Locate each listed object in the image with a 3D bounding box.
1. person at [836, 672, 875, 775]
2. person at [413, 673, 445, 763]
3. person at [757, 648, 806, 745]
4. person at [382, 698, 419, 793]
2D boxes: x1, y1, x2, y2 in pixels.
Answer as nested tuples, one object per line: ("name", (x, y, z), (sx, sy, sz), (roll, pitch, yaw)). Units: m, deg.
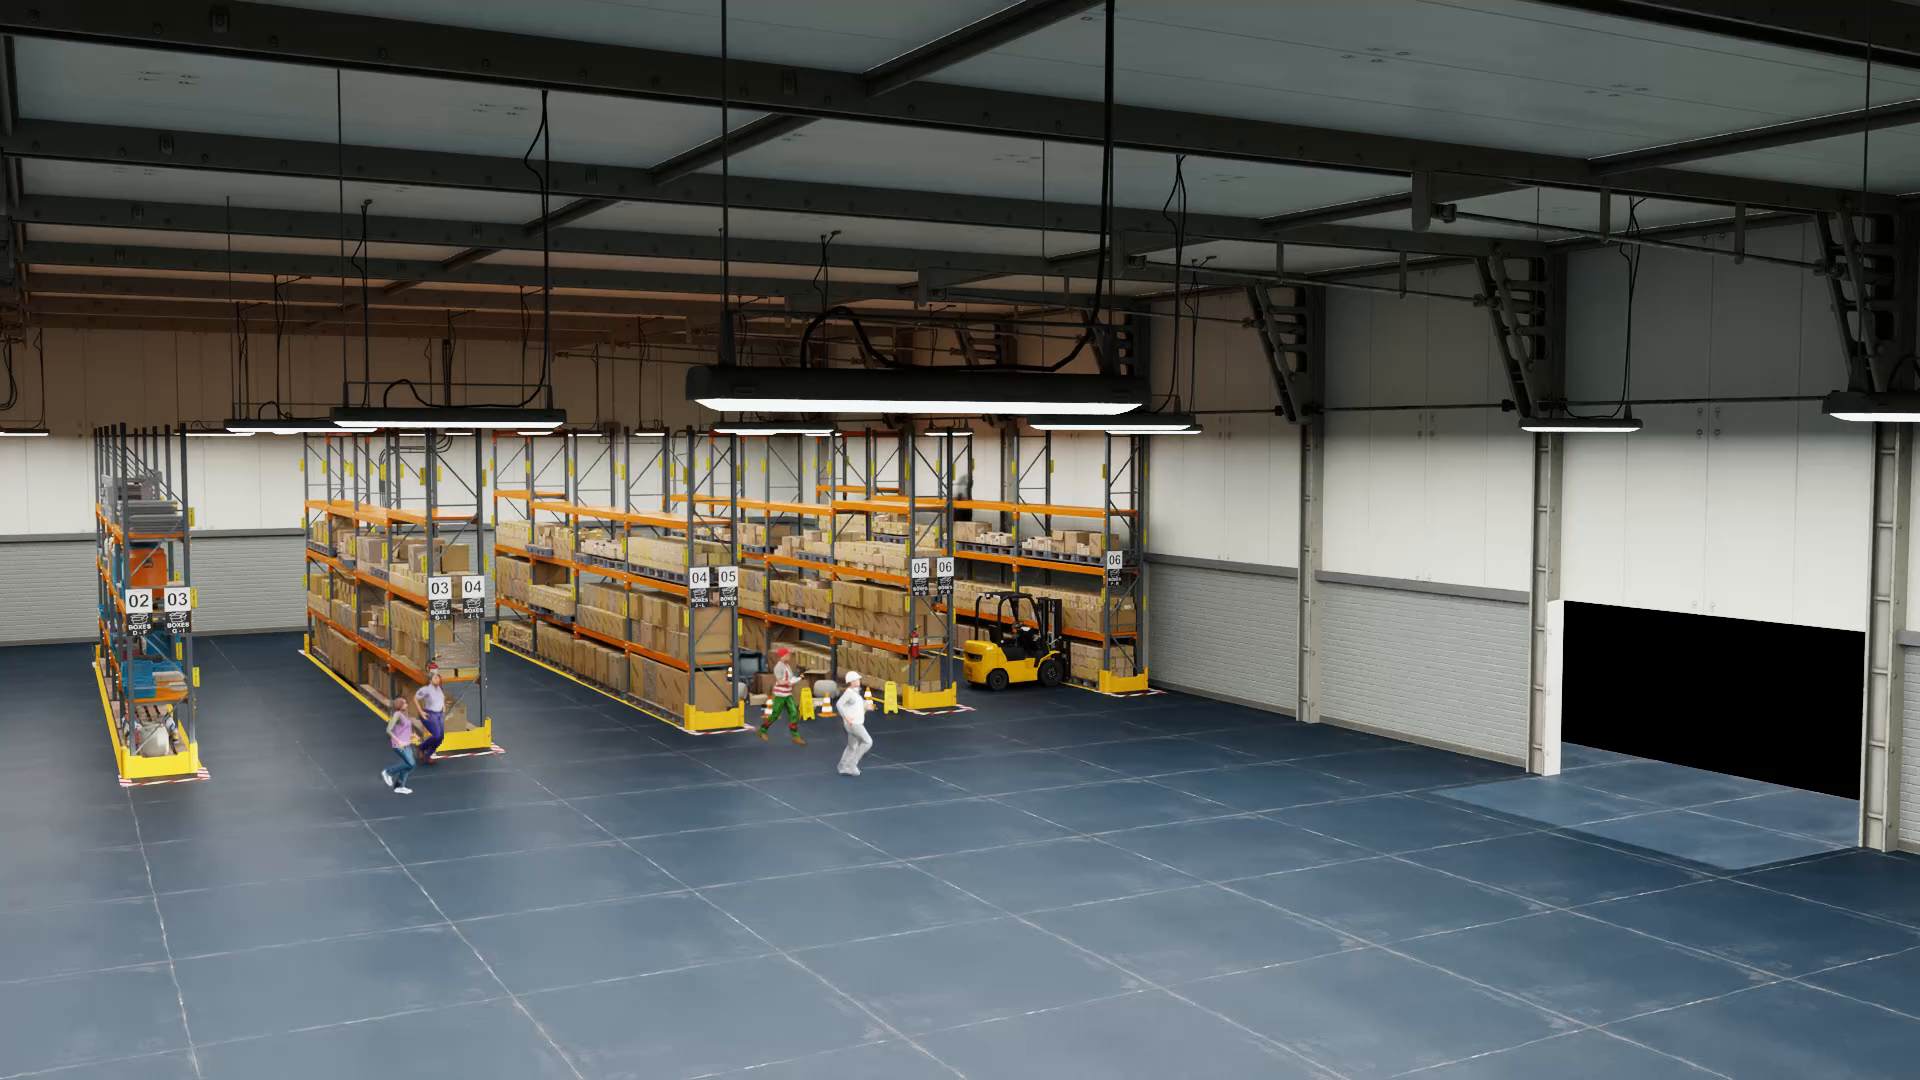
("person", (-1.772, 3.119, 28.328), (0.642, 1.751, 0.644), (0, 3, 1))
("person", (-9.291, 3.154, 29.407), (0.506, 1.559, 0.620), (1, 4, 17))
("person", (-3.333, 2.913, 31.074), (0.964, 1.801, 0.659), (1, 4, 19))
("person", (-9.047, 3.324, 26.894), (0.548, 1.558, 0.544), (0, 3, -3))
